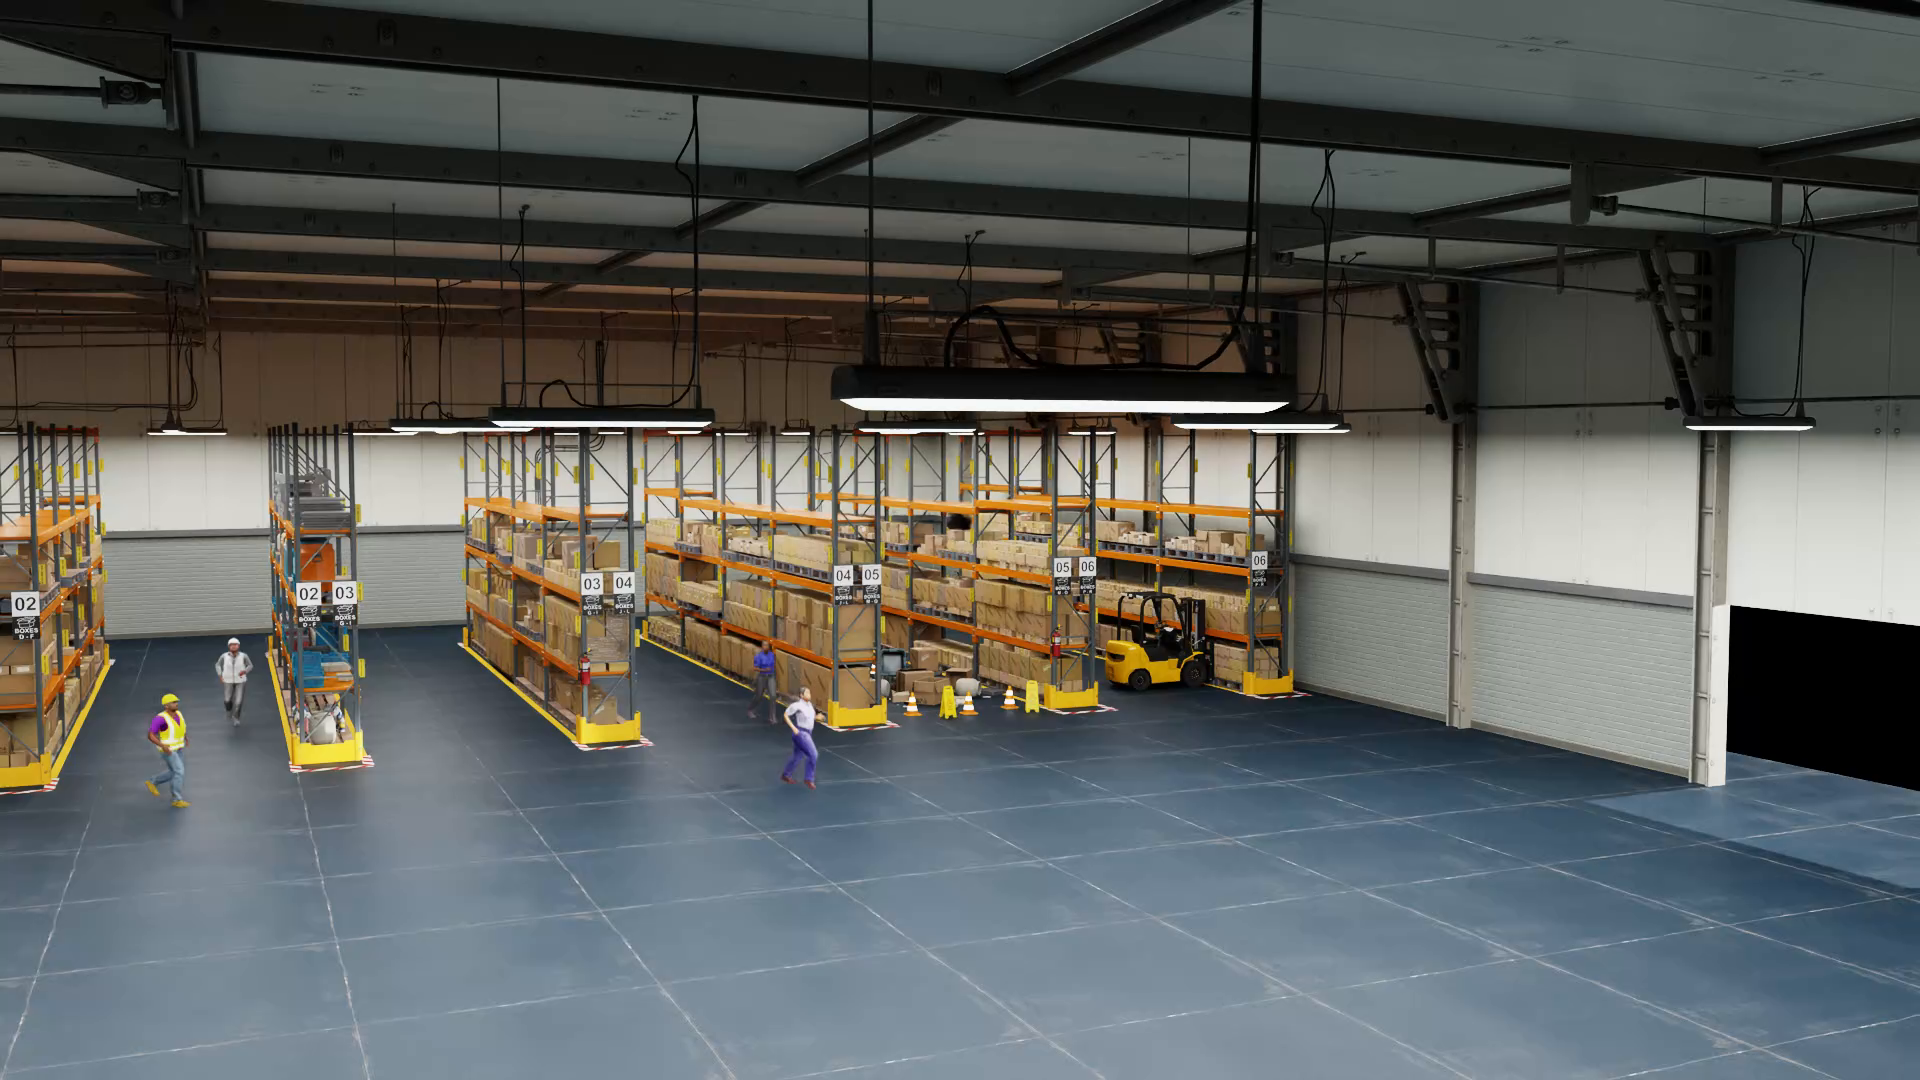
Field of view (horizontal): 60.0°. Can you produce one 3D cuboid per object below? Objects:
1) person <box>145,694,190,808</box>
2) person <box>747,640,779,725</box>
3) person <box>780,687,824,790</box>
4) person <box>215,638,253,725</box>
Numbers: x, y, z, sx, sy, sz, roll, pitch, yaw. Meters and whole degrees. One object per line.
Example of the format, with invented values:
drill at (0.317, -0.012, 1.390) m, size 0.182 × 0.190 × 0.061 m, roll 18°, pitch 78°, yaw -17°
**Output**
person at (-12.358, 3.266, 25.902) m, size 0.783 × 1.763 × 0.692 m, roll 1°, pitch 4°, yaw 10°
person at (-3.943, 2.896, 33.527) m, size 0.587 × 1.596 × 0.926 m, roll -2°, pitch 4°, yaw -32°
person at (-2.585, 3.266, 27.292) m, size 0.726 × 1.695 × 0.573 m, roll 1°, pitch 4°, yaw 10°
person at (-14.442, 2.828, 33.098) m, size 0.703 × 1.743 × 0.542 m, roll -1°, pitch 4°, yaw -20°
